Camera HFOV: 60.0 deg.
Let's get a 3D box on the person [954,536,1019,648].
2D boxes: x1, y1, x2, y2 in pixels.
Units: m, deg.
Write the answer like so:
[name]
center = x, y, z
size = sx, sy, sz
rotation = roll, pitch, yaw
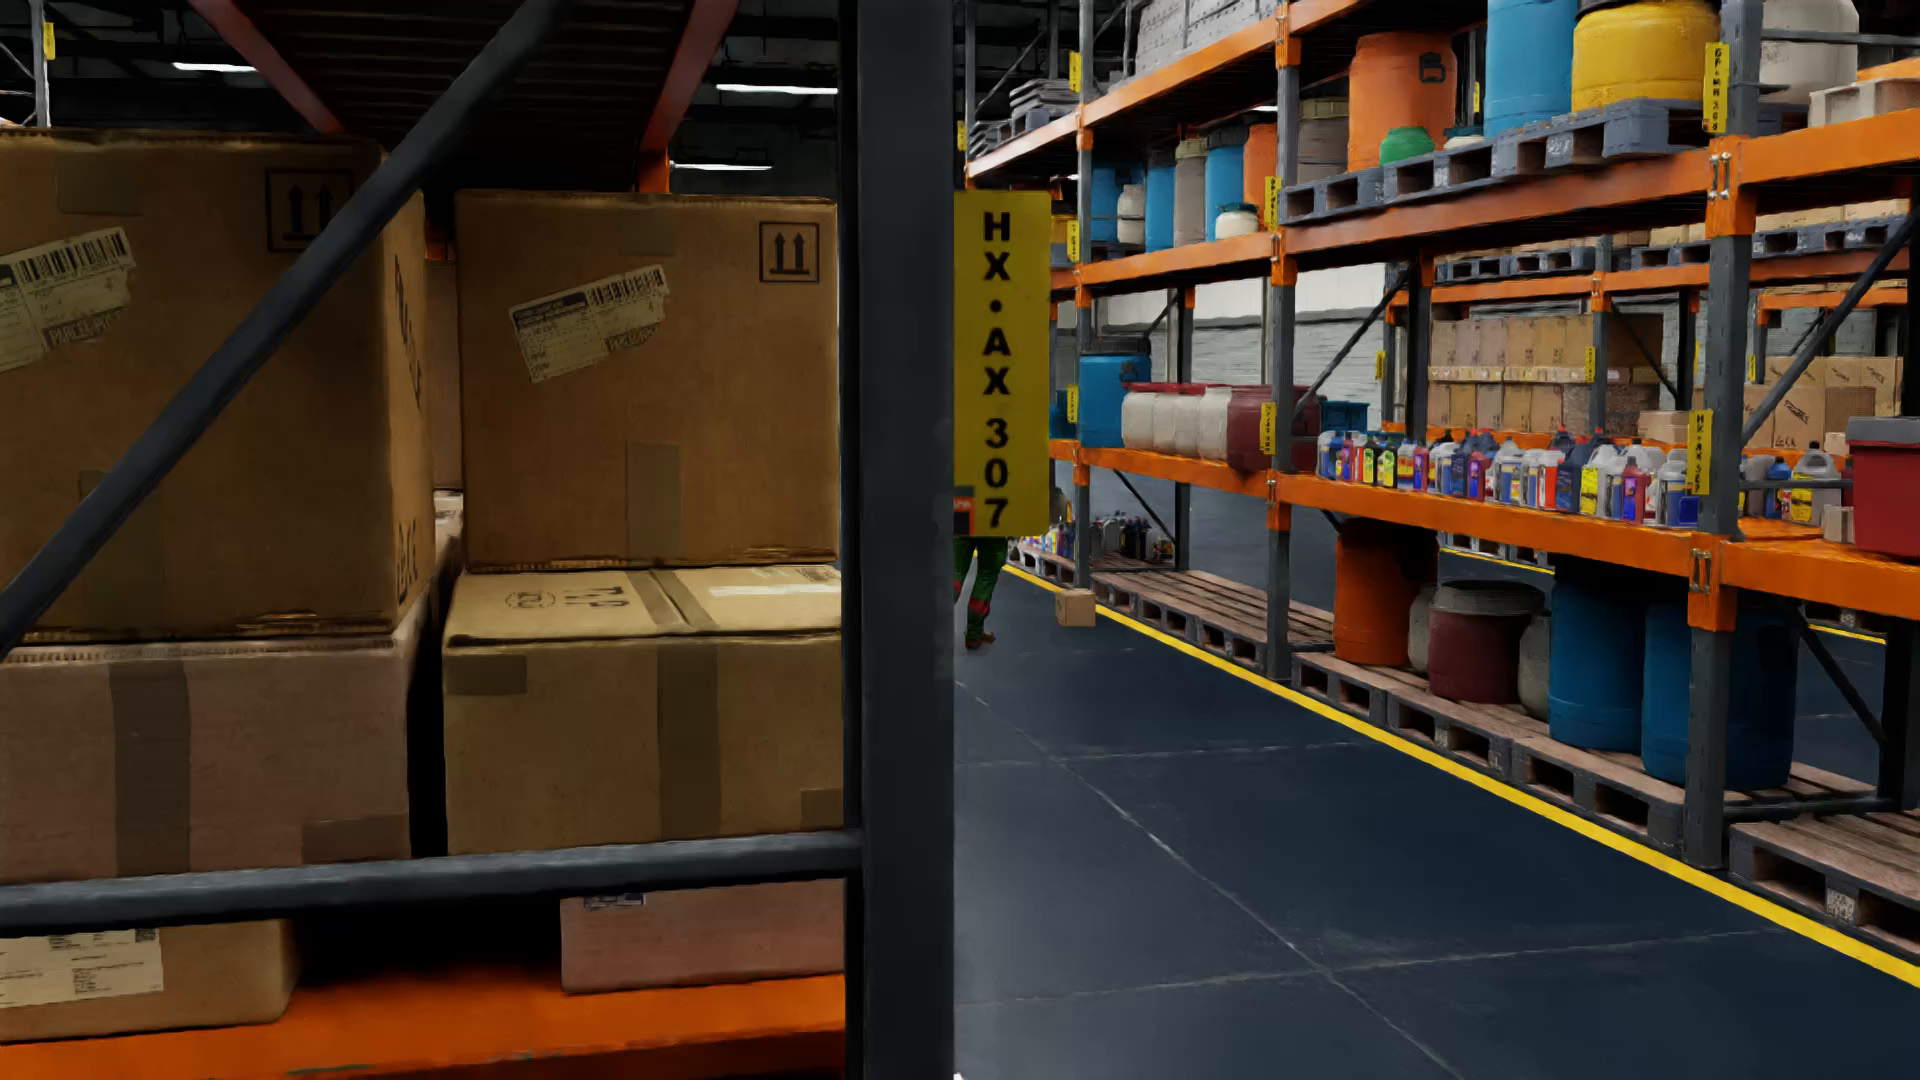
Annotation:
[person]
center = 0.135, -0.112, 11.382
size = 0.602, 1.764, 0.770
rotation = 2, 6, 19
